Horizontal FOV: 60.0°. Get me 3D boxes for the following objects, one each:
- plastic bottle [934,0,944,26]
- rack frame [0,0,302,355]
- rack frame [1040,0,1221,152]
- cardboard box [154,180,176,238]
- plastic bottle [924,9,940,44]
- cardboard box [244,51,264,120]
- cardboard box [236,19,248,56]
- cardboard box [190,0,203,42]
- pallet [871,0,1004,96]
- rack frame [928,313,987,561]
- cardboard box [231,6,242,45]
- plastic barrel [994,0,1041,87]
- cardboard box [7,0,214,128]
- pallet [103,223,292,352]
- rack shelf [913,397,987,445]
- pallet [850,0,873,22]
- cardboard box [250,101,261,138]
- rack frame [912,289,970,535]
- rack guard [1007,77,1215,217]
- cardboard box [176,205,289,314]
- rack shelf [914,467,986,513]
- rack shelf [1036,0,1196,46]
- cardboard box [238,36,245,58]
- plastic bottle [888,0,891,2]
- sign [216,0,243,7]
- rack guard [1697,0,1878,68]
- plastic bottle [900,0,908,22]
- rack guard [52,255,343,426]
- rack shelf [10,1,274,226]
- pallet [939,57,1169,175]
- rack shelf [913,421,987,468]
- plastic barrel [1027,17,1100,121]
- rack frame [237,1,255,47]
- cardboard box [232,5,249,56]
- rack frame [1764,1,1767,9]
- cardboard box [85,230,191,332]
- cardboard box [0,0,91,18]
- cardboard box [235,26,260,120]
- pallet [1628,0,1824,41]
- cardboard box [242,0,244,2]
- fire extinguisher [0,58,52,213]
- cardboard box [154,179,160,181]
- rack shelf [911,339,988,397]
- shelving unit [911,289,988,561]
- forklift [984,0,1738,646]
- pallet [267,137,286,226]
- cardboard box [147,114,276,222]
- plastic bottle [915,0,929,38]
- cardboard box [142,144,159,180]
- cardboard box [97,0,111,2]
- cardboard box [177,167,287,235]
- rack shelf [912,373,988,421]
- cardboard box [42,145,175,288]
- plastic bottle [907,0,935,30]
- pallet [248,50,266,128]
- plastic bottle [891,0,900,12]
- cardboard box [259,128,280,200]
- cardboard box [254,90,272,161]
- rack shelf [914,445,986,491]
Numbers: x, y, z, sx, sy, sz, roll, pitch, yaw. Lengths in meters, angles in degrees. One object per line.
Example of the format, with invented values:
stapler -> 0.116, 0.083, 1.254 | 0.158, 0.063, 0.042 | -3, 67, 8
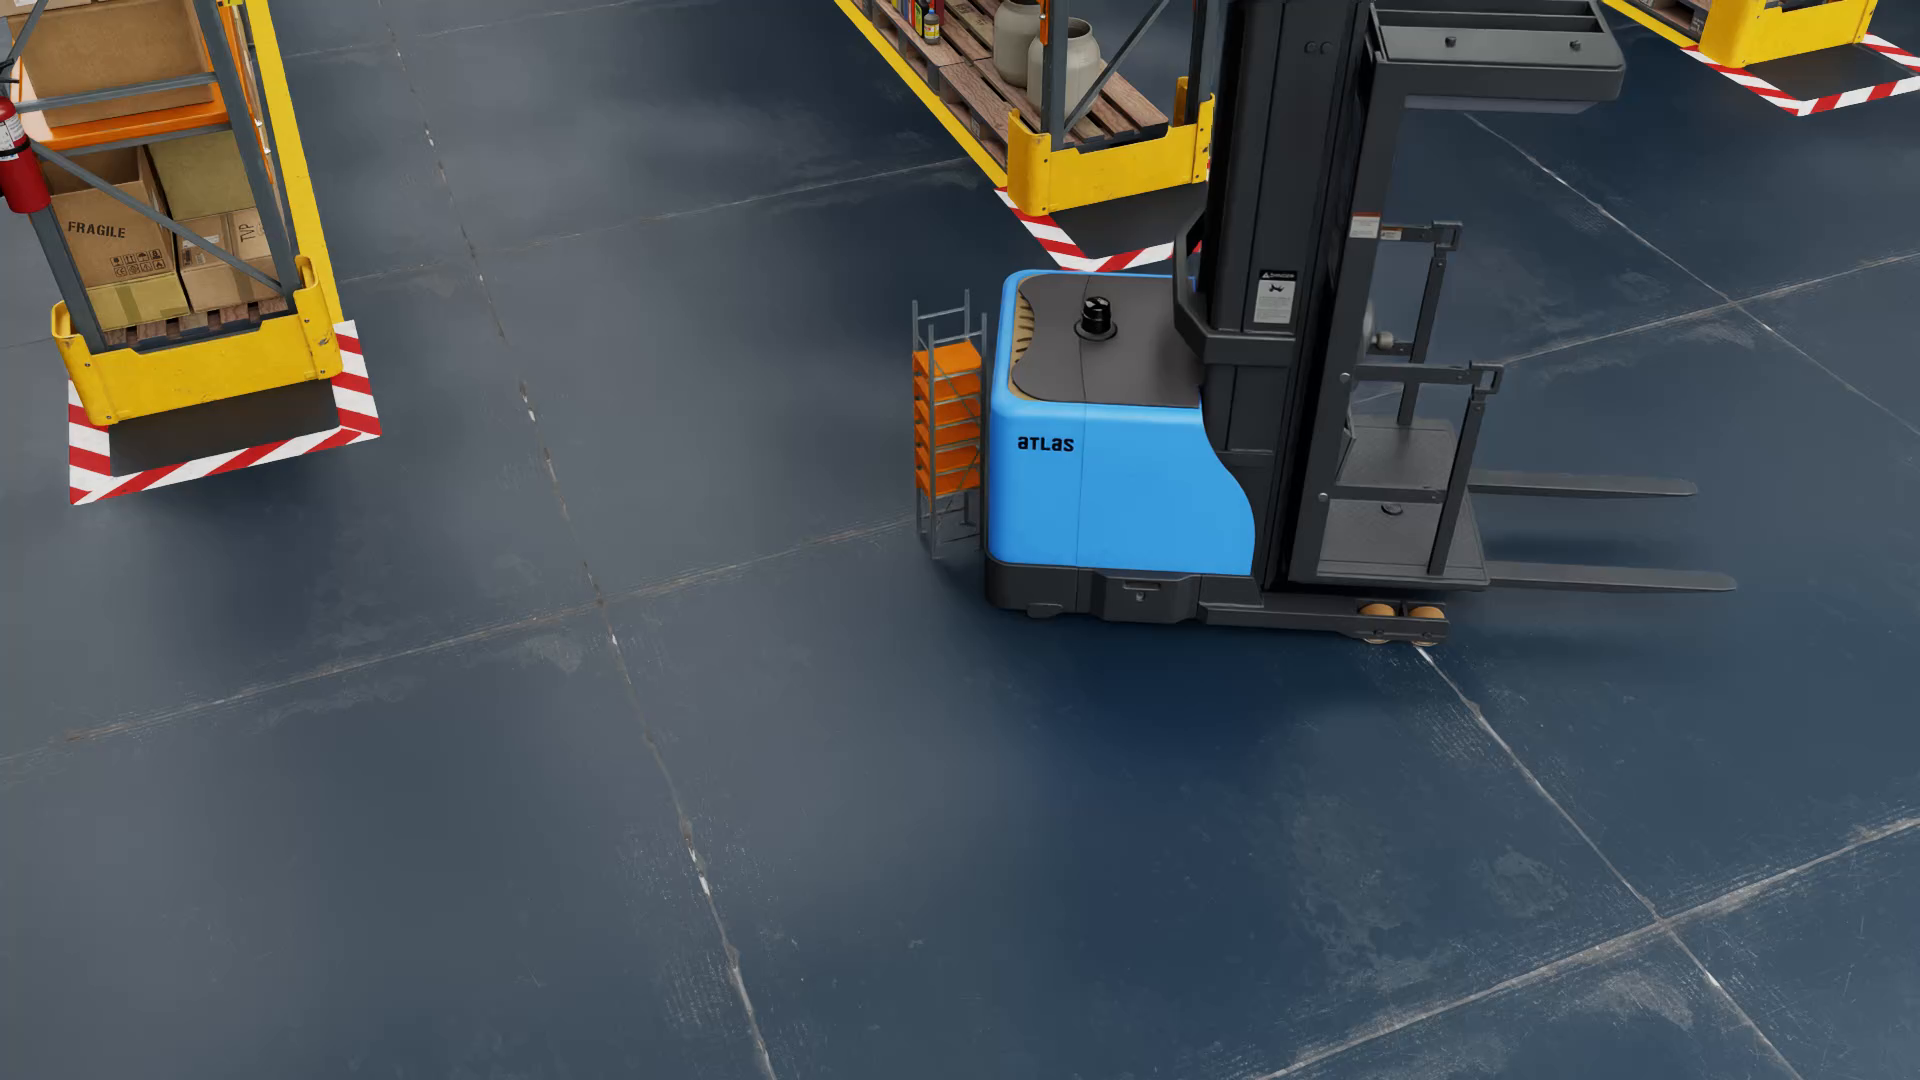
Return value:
plastic bottle -> -0.152, -3.480, 10.743 | 0.061, 0.283, 0.133 | -15, 43, -17
rack frame -> -3.649, -1.928, 7.191 | 1.000, 3.000, 0.127 | -15, 43, -17
rack frame -> 0.929, -3.161, 8.625 | 1.000, 3.000, 0.127 | -15, 43, -17
cardboard box -> -4.330, -1.592, 8.587 | 0.500, 0.250, 0.500 | -15, 43, -17
plastic bottle -> -0.179, -3.264, 10.554 | 0.097, 0.201, 0.097 | 0, 41, 0
cardboard box -> -4.413, -2.628, 9.792 | 0.500, 0.250, 0.500 | -15, 43, -17
cardboard box -> -4.618, -2.925, 10.138 | 0.500, 0.250, 0.500 | -15, 43, -17
cardboard box -> -4.021, -2.565, 7.856 | 0.700, 0.500, 0.500 | -14, 43, -16
pallet -> 0.087, -3.362, 10.998 | 1.003, 0.211, 1.213 | -15, 43, -17
rack frame -> -0.009, -0.395, 6.789 | 0.240, 1.200, 0.006 | -14, 43, -16
cardboard box -> -4.620, -3.209, 9.893 | 0.500, 0.500, 0.500 | -15, 43, -17
plastic barrel -> 0.415, -3.056, 10.090 | 0.421, 0.512, 0.421 | 0, 41, 0
cardboard box -> -3.816, -2.250, 7.489 | 0.700, 0.500, 0.500 | -15, 43, -17
pallet -> -3.980, -1.321, 8.624 | 1.003, 0.211, 1.213 | -15, 43, -17
rack shelf -> -0.042, -0.508, 6.805 | 0.258, 0.103, 0.180 | -14, 43, -16
pallet -> -0.383, -4.098, 11.854 | 1.003, 0.211, 1.213 | -15, 43, -17
cardboard box -> -4.045, -2.306, 8.842 | 0.500, 0.500, 0.500 | -15, 43, -17
rack frame -> -0.075, -0.506, 6.919 | 0.240, 1.200, 0.006 | -14, 43, -16
rack guard -> 0.856, -2.247, 9.480 | 1.175, 0.500, 0.348 | -15, 43, -17
cardboard box -> -3.649, -1.423, 8.391 | 0.500, 0.250, 0.500 | -15, 43, -17
rack shelf -> -0.042, -0.235, 7.039 | 0.258, 0.103, 0.180 | -14, 43, -16
rack shelf -> 0.164, -4.093, 10.261 | 1.077, 0.370, 4.000 | -15, 43, -17
cardboard box -> -4.425, -2.909, 9.544 | 0.500, 0.500, 0.500 | -15, 43, -17
plastic bottle -> -0.441, -3.773, 11.032 | 0.144, 0.351, 0.185 | -15, 43, -17
sign -> -3.134, -2.421, 7.040 | 0.100, 0.325, 0.005 | -15, 43, -17
rack guard -> 5.476, -3.495, 10.930 | 1.175, 0.500, 0.348 | -15, 43, -17
plastic bottle -> -0.303, -3.534, 10.811 | 0.152, 0.276, 0.135 | -16, 43, -18
rack guard -> -3.640, -0.965, 7.989 | 1.175, 0.500, 0.348 | -15, 43, -17
rack shelf -> -4.414, -2.860, 8.826 | 1.077, 0.370, 4.000 | -15, 43, -17
pallet -> 0.550, -2.628, 10.145 | 1.003, 0.211, 1.213 | -15, 43, -17
rack shelf -> -0.042, -0.417, 6.883 | 0.258, 0.103, 0.180 | -14, 43, -16
plastic barrel -> 0.606, -2.754, 9.738 | 0.421, 0.512, 0.421 | 0, 41, 0
rack frame -> -5.180, -4.337, 9.993 | 1.000, 3.000, 0.127 | -15, 43, -17
cardboard box -> -4.800, -3.229, 10.491 | 0.500, 0.250, 0.500 | -15, 43, -17
rack frame -> 5.505, -4.397, 10.062 | 1.000, 3.000, 0.127 | -15, 43, -17
cardboard box -> -4.127, -1.294, 8.240 | 0.500, 0.250, 0.500 | -15, 43, -17
cardboard box -> -3.971, -2.394, 7.159 | 0.380, 0.149, 0.250 | -16, 43, -18
cardboard box -> -4.220, -2.611, 9.198 | 0.500, 0.500, 0.500 | -15, 43, -17
pallet -> 5.198, -3.883, 11.604 | 1.003, 0.211, 1.213 | -15, 43, -17
cardboard box -> -5.105, -3.759, 11.107 | 0.500, 0.250, 0.500 | -16, 43, -18
fire extinguisher -> -4.033, -1.711, 6.999 | 0.296, 0.674, 0.183 | -15, 43, -17
cardboard box -> -4.523, -1.892, 8.937 | 0.500, 0.250, 0.500 | -15, 43, -17
rack shelf -> -0.042, -0.690, 6.648 | 0.258, 0.103, 0.180 | -14, 43, -16
shelving unit -> -0.042, -0.451, 6.854 | 0.258, 1.200, 0.189 | -14, 43, -16
forklift -> 1.644, -1.043, 6.215 | 3.031, 2.935, 1.130 | 3, 41, 3
pallet -> -4.443, -2.054, 9.477 | 1.003, 0.211, 1.213 | -15, 43, -17
cardboard box -> -3.842, -2.008, 8.496 | 0.500, 0.500, 0.500 | -15, 43, -17
plastic bottle -> -0.240, -3.361, 10.603 | 0.061, 0.283, 0.133 | -14, 43, -16
cardboard box -> -4.525, -2.176, 8.692 | 0.500, 0.500, 0.500 | -15, 43, -17
cardboard box -> -3.600, -2.501, 7.284 | 0.380, 0.149, 0.250 | -15, 43, -17
cardboard box -> -3.843, -1.723, 8.740 | 0.500, 0.250, 0.500 | -15, 43, -17
rack shelf -> -0.042, -0.599, 6.726 | 0.258, 0.103, 0.180 | -14, 43, -16
cardboard box -> -4.129, -1.577, 7.995 | 0.500, 0.500, 0.500 | -15, 43, -17
plastic bottle -> -0.250, -3.451, 10.714 | 0.152, 0.276, 0.135 | -15, 43, -17
pallet -> -4.914, -2.790, 10.333 | 1.003, 0.211, 1.213 | -15, 43, -17
plastic bottle -> -0.370, -3.661, 10.901 | 0.144, 0.351, 0.185 | -13, 42, -15
cardboard box -> -4.034, -2.024, 9.090 | 0.500, 0.250, 0.500 | -15, 43, -17
cardboard box -> -4.221, -2.327, 9.442 | 0.500, 0.250, 0.500 | -15, 43, -17
rack shelf -> -0.042, -0.326, 6.961 | 0.258, 0.103, 0.180 | -14, 43, -16
